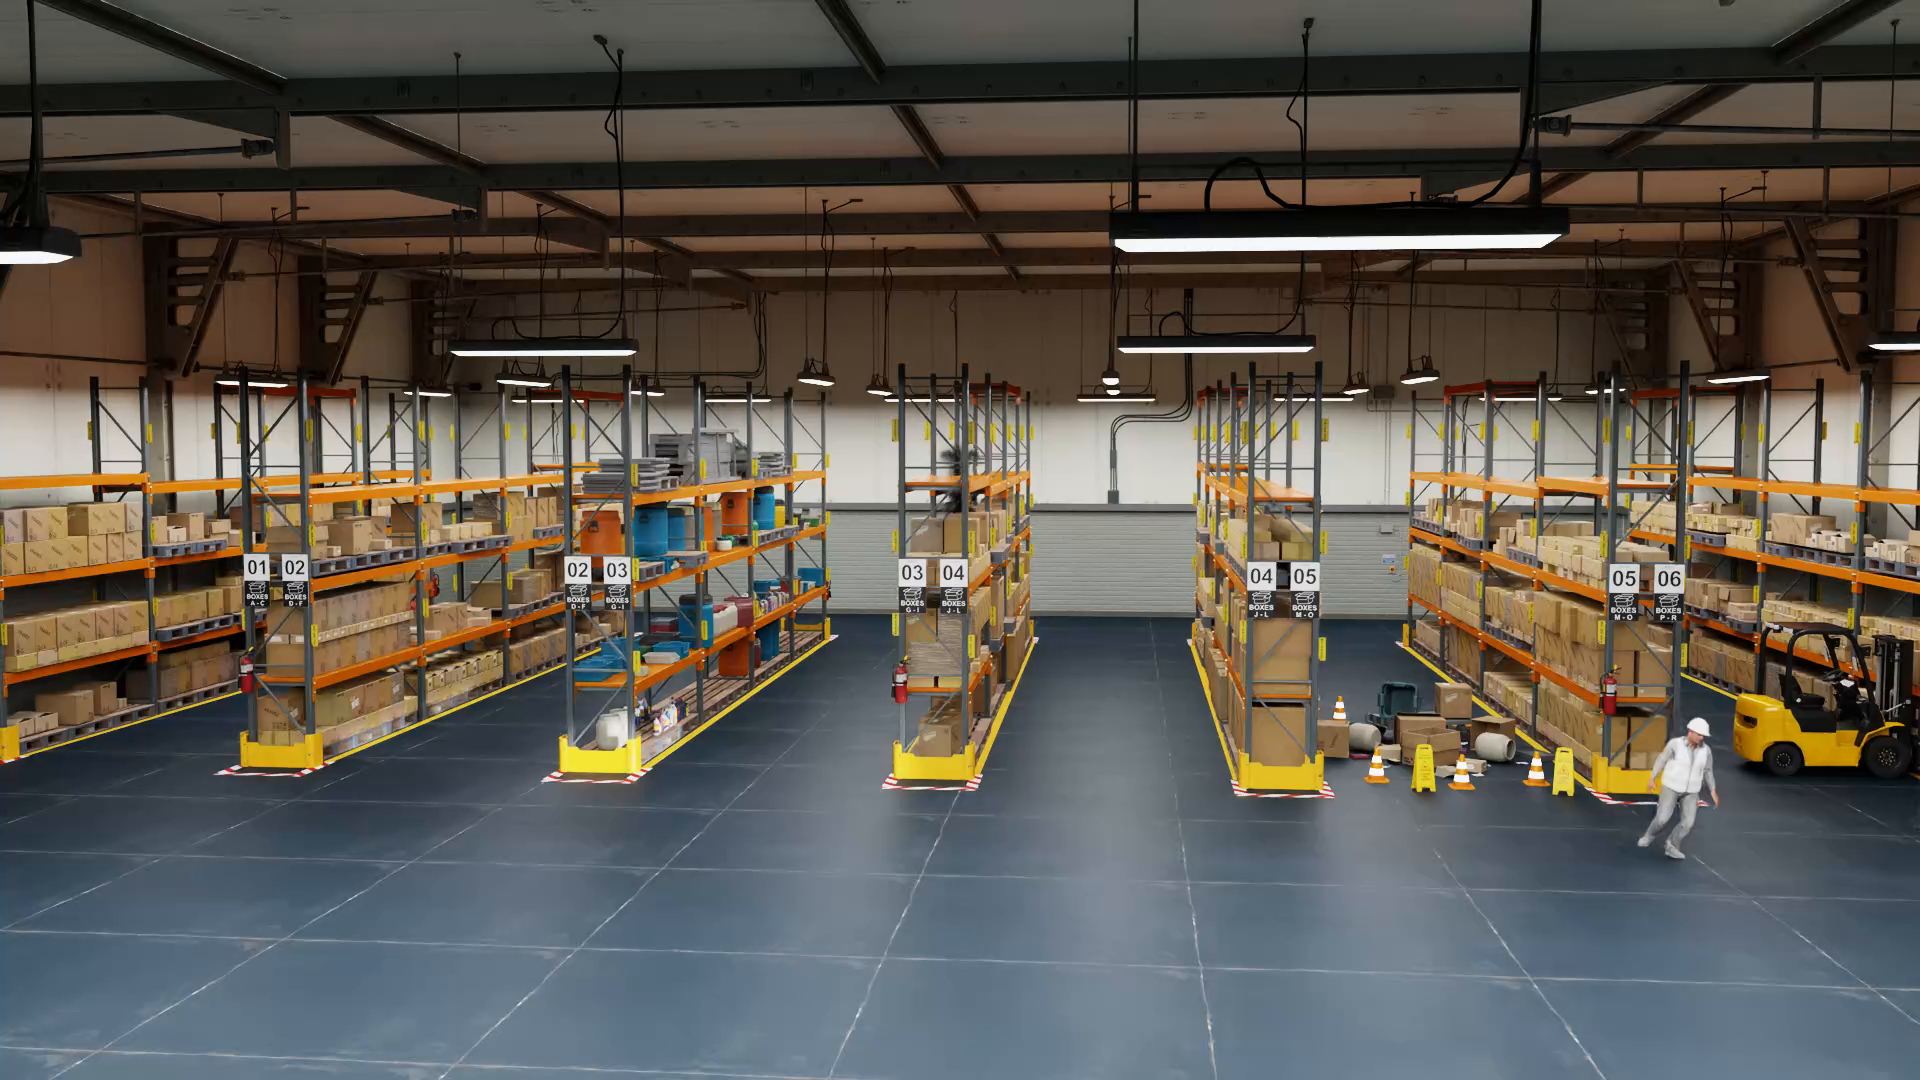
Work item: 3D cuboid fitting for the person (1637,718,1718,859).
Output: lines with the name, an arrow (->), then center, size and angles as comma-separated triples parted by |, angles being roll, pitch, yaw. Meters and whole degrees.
person -> 8.436, 2.895, 19.507 | 0.789, 1.693, 0.689 | 0, 4, 0

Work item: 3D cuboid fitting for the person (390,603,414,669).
person -> -11.751, 1.925, 34.783 | 0.657, 1.763, 0.731 | 0, 4, -4
